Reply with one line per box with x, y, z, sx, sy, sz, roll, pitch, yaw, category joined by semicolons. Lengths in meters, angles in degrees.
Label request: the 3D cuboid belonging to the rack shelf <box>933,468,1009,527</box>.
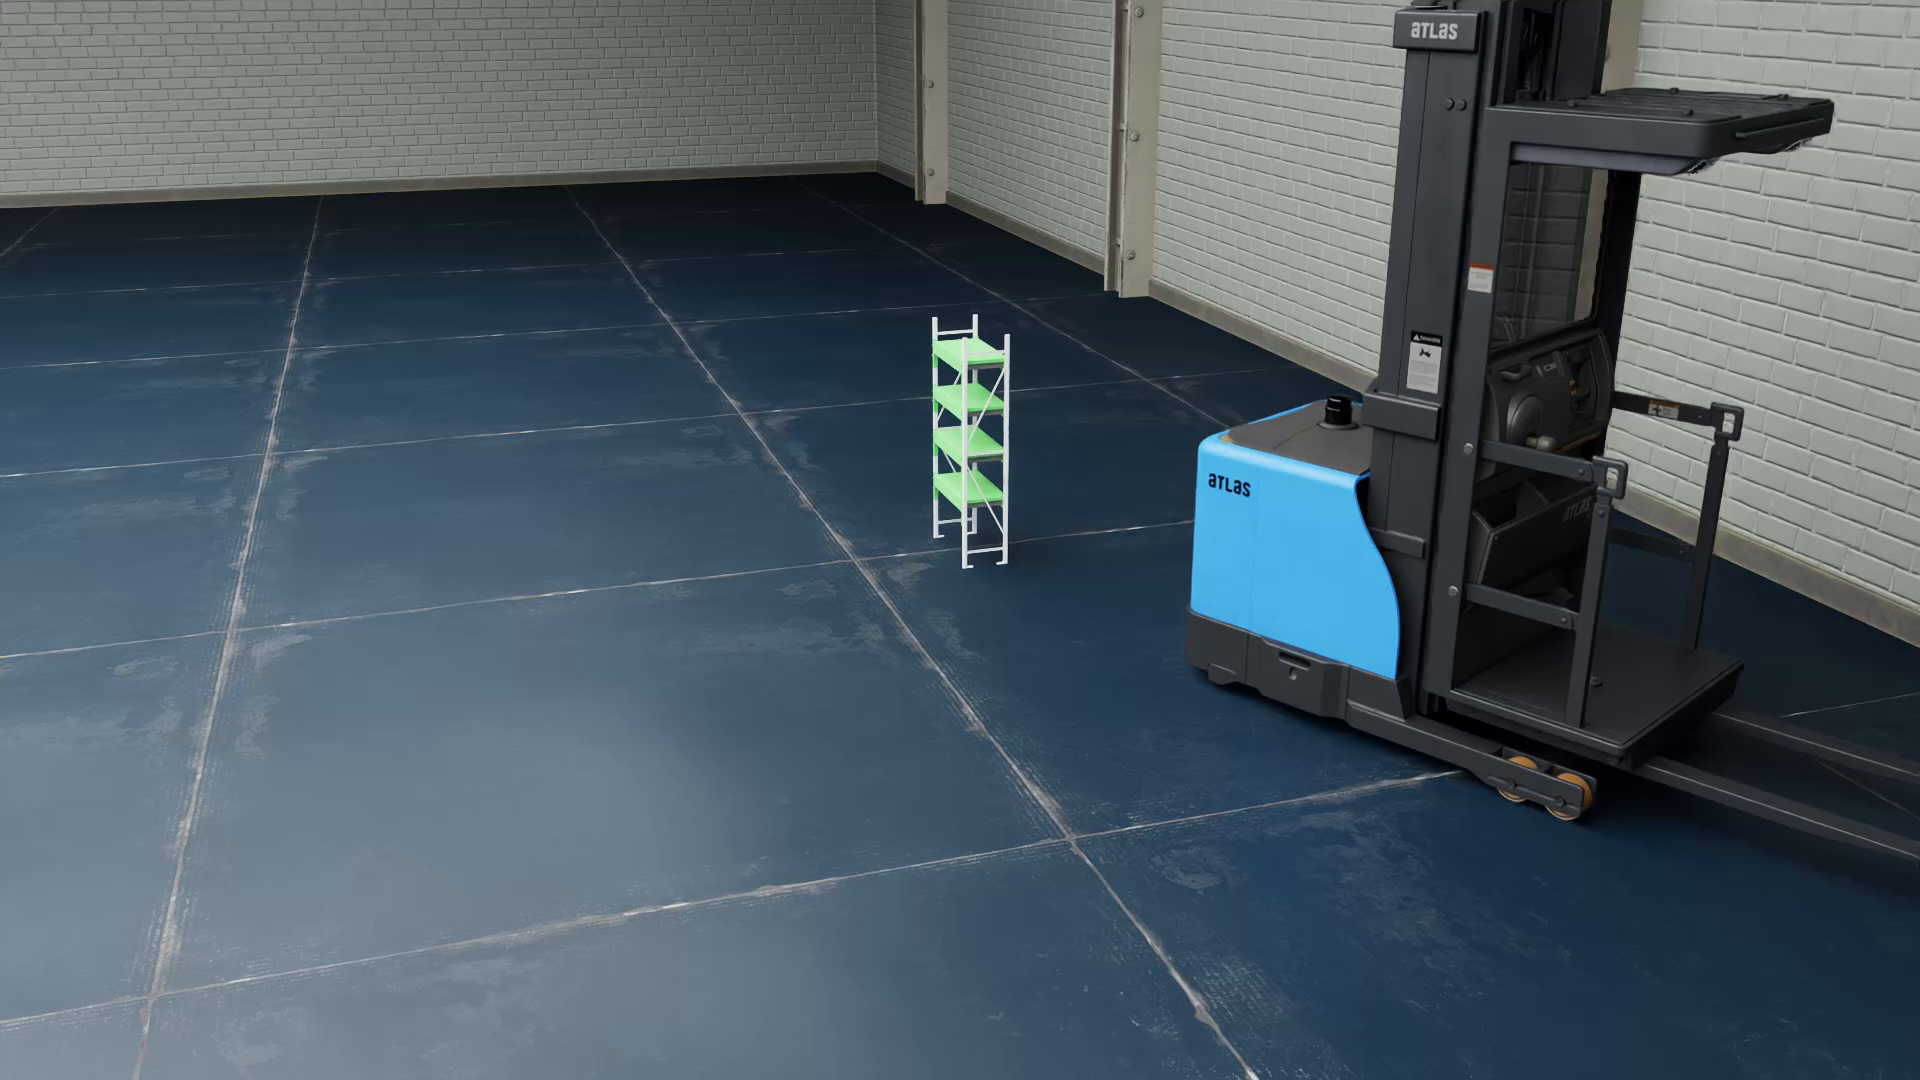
0.052;-0.226;8.669;0.258;0.148;0.480;-6;21;-17;rack shelf

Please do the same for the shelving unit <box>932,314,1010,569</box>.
0.052;-0.512;8.566;0.258;1.200;0.503;-6;21;-17;shelving unit

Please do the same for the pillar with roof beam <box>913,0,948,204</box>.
-4.437;-7.968;17.788;9.100;9.000;0.400;-6;21;-17;pillar with roof beam

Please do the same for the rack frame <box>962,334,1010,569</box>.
0.129;-0.433;8.348;0.240;1.200;0.015;-6;21;-17;rack frame

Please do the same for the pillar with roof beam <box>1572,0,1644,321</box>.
-0.666;-4.117;7.067;9.100;9.000;0.400;-6;21;-17;pillar with roof beam

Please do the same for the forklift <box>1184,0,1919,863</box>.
2.375;-0.554;6.124;1.130;2.935;3.031;-19;27;-42;forklift

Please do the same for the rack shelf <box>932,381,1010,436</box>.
0.052;-0.677;8.506;0.258;0.148;0.480;-6;21;-17;rack shelf

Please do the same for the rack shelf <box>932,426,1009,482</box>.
0.052;-0.451;8.587;0.258;0.148;0.480;-6;21;-17;rack shelf

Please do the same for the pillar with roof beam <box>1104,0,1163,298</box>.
-2.551;-6.043;12.428;9.100;9.000;0.400;-6;21;-17;pillar with roof beam

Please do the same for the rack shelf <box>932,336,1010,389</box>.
0.052;-0.903;8.425;0.258;0.148;0.480;-6;21;-17;rack shelf

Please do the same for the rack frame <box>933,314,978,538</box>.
-0.025;-0.590;8.784;0.240;1.200;0.015;-6;21;-17;rack frame
